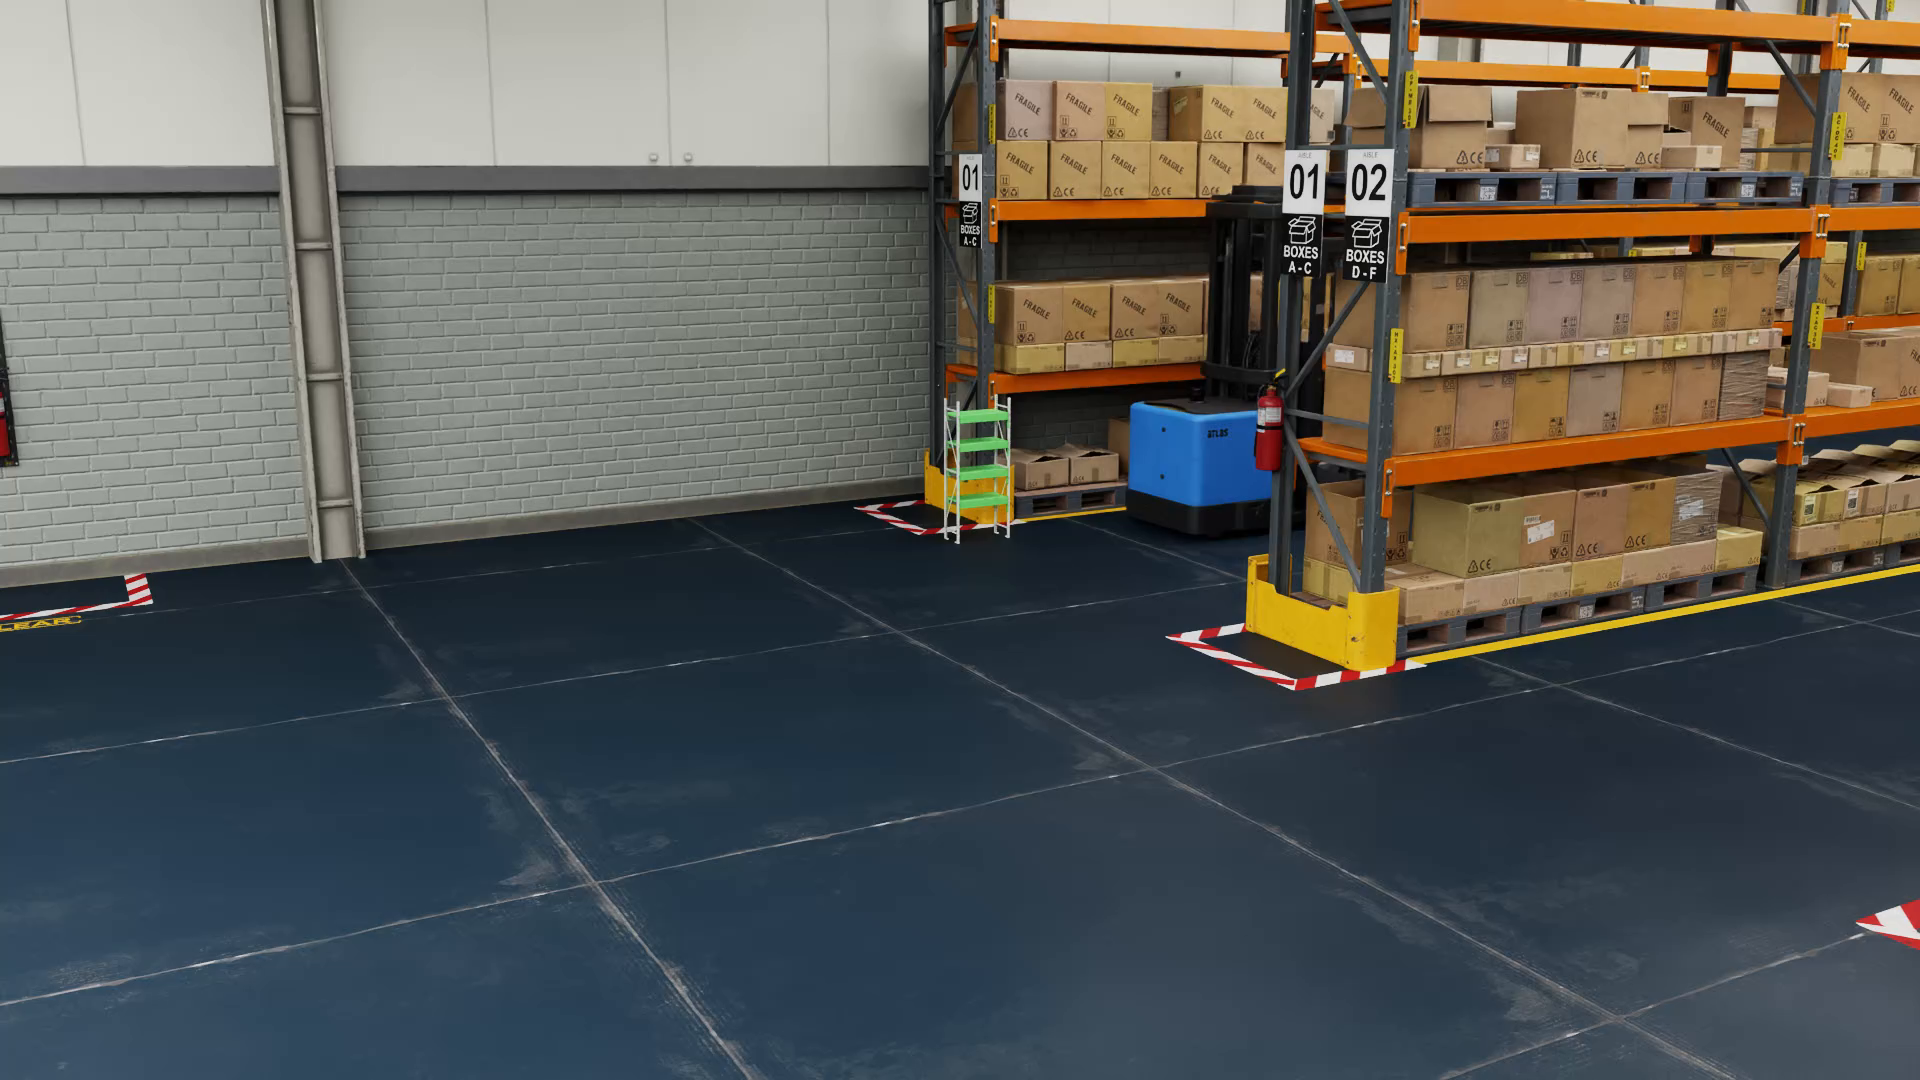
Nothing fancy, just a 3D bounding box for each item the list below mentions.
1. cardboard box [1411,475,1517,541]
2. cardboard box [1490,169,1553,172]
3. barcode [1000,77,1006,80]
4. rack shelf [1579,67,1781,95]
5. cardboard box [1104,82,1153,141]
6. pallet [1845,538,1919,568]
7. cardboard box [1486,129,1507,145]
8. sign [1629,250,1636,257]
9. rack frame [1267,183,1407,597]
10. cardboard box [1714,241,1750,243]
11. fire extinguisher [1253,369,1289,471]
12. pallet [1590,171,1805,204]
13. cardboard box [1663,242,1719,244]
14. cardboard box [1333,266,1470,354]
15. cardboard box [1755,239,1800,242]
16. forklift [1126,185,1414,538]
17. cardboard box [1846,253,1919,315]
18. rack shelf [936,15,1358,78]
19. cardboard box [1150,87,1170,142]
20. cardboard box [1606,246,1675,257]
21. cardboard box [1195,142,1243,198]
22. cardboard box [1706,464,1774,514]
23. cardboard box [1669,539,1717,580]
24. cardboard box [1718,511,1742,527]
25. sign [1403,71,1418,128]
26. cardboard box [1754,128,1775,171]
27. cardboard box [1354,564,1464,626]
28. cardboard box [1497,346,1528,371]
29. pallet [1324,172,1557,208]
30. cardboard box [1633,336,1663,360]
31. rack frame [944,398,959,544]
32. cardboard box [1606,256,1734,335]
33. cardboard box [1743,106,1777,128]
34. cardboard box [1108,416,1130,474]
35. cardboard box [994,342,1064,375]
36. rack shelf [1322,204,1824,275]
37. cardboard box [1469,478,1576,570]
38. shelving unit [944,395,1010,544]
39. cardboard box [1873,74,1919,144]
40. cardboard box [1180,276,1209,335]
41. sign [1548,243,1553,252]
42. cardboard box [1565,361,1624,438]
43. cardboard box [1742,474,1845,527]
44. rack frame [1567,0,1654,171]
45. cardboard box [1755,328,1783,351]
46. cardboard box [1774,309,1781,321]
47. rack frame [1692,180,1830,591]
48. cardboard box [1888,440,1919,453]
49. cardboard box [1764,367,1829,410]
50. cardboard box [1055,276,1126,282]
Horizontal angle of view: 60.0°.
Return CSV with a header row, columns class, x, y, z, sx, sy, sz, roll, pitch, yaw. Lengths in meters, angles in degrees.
class,x,y,z,sx,sy,sz,roll,pitch,yaw
cardboard box,3.585,-0.217,11.840,0.500,0.500,0.500,-7,14,-28
cardboard box,5.849,-3.967,17.791,0.637,0.503,0.797,-5,14,-20
barcode,0.393,-4.184,15.165,0.075,0.075,0.001,-7,14,-28
rack shelf,8.786,-5.153,19.060,4.000,0.370,1.077,-7,14,-28
cardboard box,1.372,-3.823,14.881,0.500,0.500,0.500,-6,14,-26
pallet,7.597,-0.041,13.809,1.213,0.211,1.003,-7,14,-28
cardboard box,3.270,-2.601,11.070,0.500,0.250,0.500,-7,14,-28
sign,7.299,-2.984,18.082,0.005,0.325,0.100,-7,14,-28
rack frame,2.386,-0.766,10.681,0.127,3.000,1.000,-7,14,-28
cardboard box,9.120,-3.444,19.921,0.500,0.250,0.500,-7,15,-30
fire extinguisher,2.059,-0.805,11.032,0.183,0.674,0.296,-7,14,-28
pallet,5.160,-2.512,11.810,1.213,0.211,1.003,-7,14,-28
cardboard box,8.659,-3.390,19.681,0.500,0.250,0.500,-7,15,-29
cardboard box,2.848,-1.500,10.759,0.500,0.500,0.700,-7,14,-28
cardboard box,10.013,-3.554,20.410,0.500,0.250,0.500,-6,14,-26
forklift,3.013,-1.660,14.810,3.031,2.935,1.130,-7,15,-29
cardboard box,11.669,-3.259,21.073,0.700,0.700,0.980,-7,15,-29
rack shelf,1.764,-4.505,15.276,4.000,0.370,1.077,-7,14,-28
cardboard box,1.624,-3.984,15.599,0.500,0.500,0.500,-7,14,-28
cardboard box,7.578,-3.132,18.537,0.500,0.250,0.500,-6,14,-27
cardboard box,2.277,-3.446,15.483,0.500,0.500,0.500,-7,15,-30
cardboard box,6.115,-0.422,13.179,0.500,0.311,0.500,-7,14,-28
cardboard box,5.151,0.091,12.177,0.500,0.250,0.500,-7,14,-28
cardboard box,6.122,-0.150,13.248,0.500,0.250,0.500,-7,14,-28
sign,2.646,-2.587,9.769,0.005,0.325,0.100,-7,14,-28
cardboard box,9.259,-4.567,19.509,0.500,0.500,0.700,-7,15,-29
cardboard box,2.963,0.357,10.997,0.500,0.250,0.500,-7,14,-28
cardboard box,3.506,-1.211,10.955,0.250,0.149,0.380,-7,14,-29
pallet,3.019,-2.256,10.669,1.213,0.211,1.003,-7,14,-28
cardboard box,4.645,-1.349,11.565,0.250,0.149,0.380,-6,14,-26
rack frame,-0.069,-0.577,13.941,0.015,1.200,0.240,-7,14,-28
cardboard box,5.067,-1.767,11.947,0.500,0.500,0.700,-7,14,-28
cardboard box,9.229,-4.947,19.489,0.500,0.250,0.500,-7,15,-30
cardboard box,1.828,-0.898,15.960,0.500,0.500,0.700,-8,15,-31
cardboard box,0.589,-1.647,14.891,0.500,0.250,0.500,-7,15,-29
rack shelf,4.141,-2.089,11.365,4.000,0.370,1.077,-7,14,-28
cardboard box,3.834,-0.117,11.394,0.500,0.500,0.500,-7,14,-28
shelving unit,0.145,-0.603,14.055,0.503,1.200,0.258,-7,14,-28
cardboard box,6.946,-3.269,12.650,0.500,0.500,0.500,-5,14,-22
cardboard box,2.371,-2.230,15.772,0.500,0.500,0.500,-7,15,-29
sign,6.762,-3.233,19.007,0.005,0.325,0.100,-7,14,-28
cardboard box,4.159,-1.025,11.603,0.500,0.500,0.700,-6,14,-26
cardboard box,6.379,-0.319,12.725,0.500,0.311,0.500,-7,14,-28
rack frame,7.031,-5.489,18.002,0.127,3.000,1.000,-7,14,-28
cardboard box,5.761,-1.482,12.158,0.250,0.149,0.380,-7,14,-28
cardboard box,9.471,-2.678,19.703,0.250,0.149,0.380,-7,14,-28
rack frame,5.897,-1.187,12.550,0.127,3.000,1.000,-7,14,-28
cardboard box,8.350,-0.689,14.368,0.500,0.311,0.500,-7,15,-29
cardboard box,6.308,-1.174,12.834,0.500,0.250,0.500,-6,14,-24
cardboard box,1.219,-2.219,15.727,0.500,0.500,0.500,-7,15,-29
